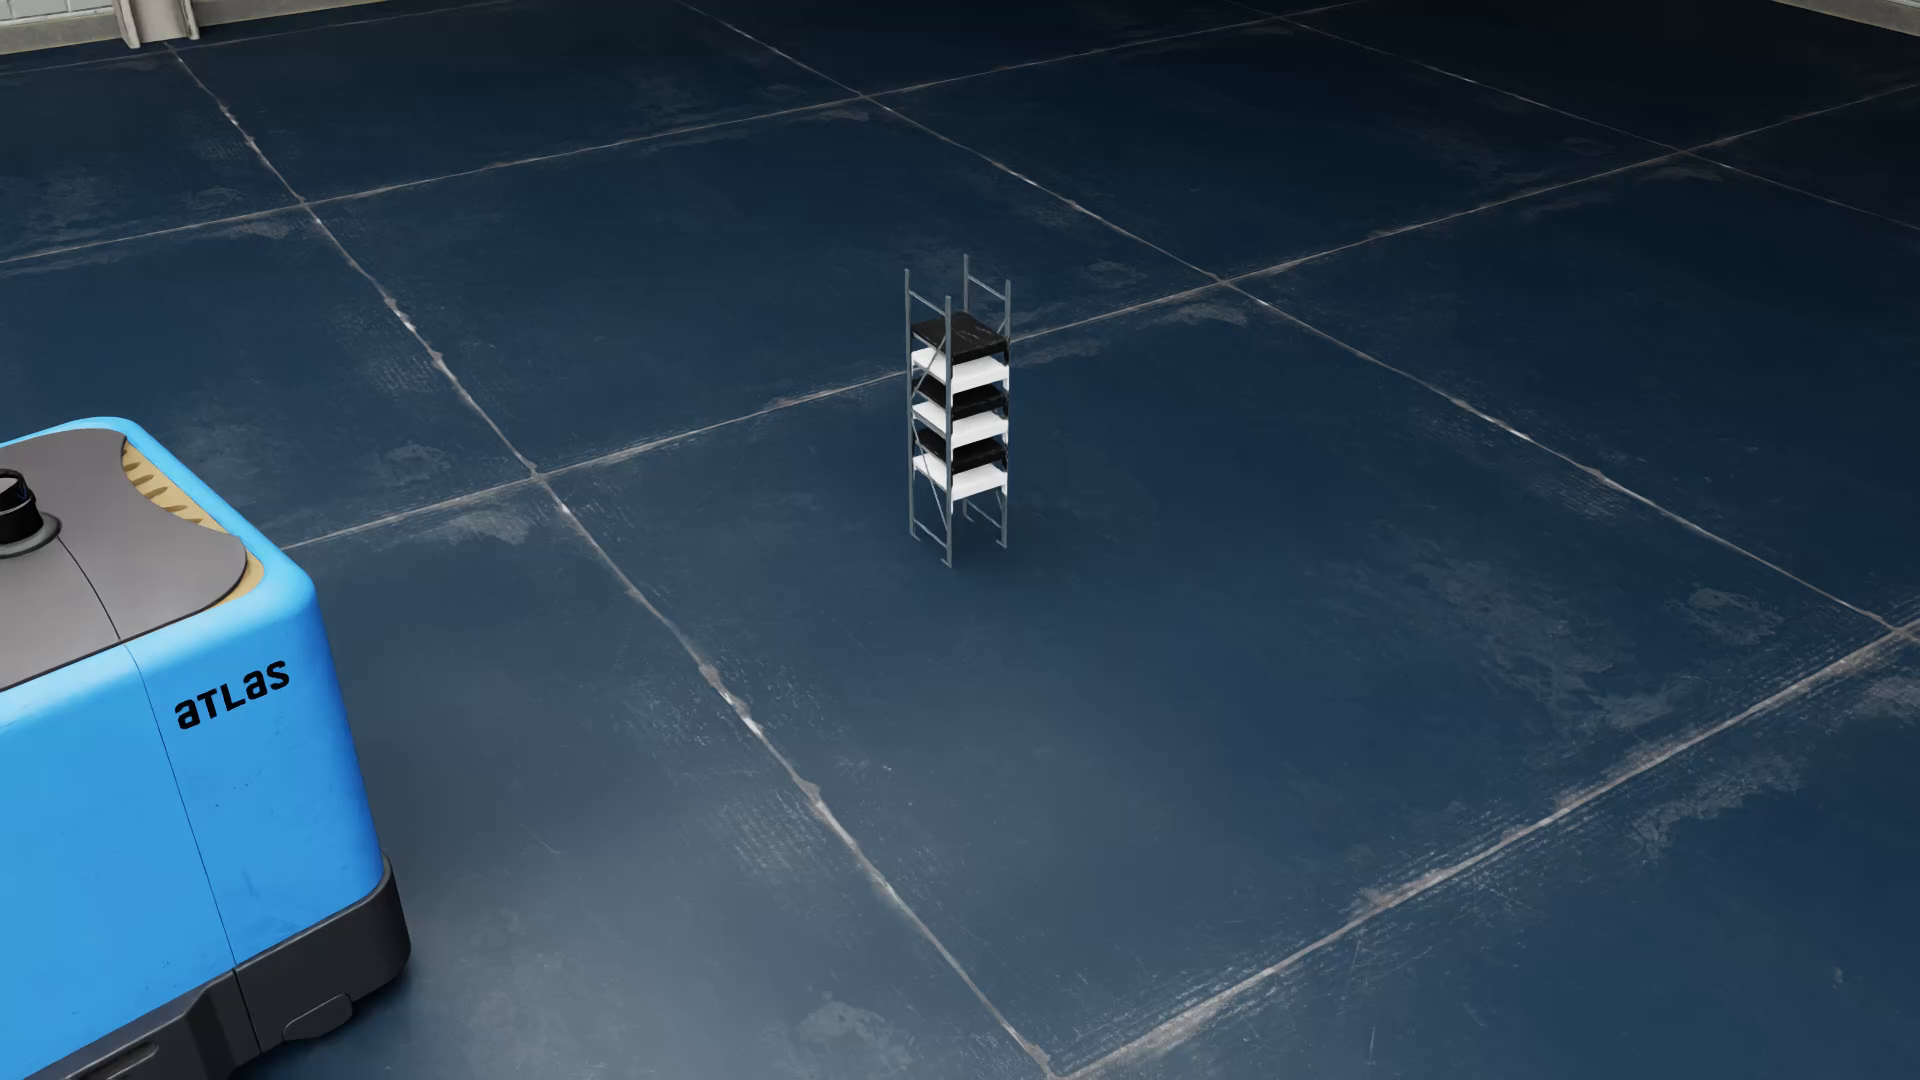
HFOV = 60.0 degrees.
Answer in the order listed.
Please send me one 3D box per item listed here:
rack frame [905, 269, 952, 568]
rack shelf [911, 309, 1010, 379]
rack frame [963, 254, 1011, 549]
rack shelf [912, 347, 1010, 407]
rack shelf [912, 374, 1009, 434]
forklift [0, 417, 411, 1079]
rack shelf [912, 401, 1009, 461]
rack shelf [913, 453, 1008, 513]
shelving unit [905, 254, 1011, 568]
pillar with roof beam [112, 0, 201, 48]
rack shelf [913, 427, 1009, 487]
[{"bbox_3d":[-0.092,-0.349,4.960,0.006,0.900,0.240,-19,37,-27],"label":"rack frame"},{"bbox_3d":[-0.007,-0.578,4.880,0.200,0.077,0.258,-19,37,-27],"label":"rack shelf"},{"bbox_3d":[0.079,-0.408,5.053,0.006,0.900,0.240,-19,37,-27],"label":"rack frame"},{"bbox_3d":[-0.007,-0.502,4.928,0.200,0.077,0.258,-19,37,-27],"label":"rack shelf"},{"bbox_3d":[-0.007,-0.426,4.976,0.200,0.077,0.258,-19,37,-27],"label":"rack shelf"},{"bbox_3d":[-2.624,0.099,2.346,3.031,2.935,1.130,-27,41,-36],"label":"forklift"},{"bbox_3d":[-0.007,-0.350,5.024,0.200,0.077,0.258,-19,37,-27],"label":"rack shelf"},{"bbox_3d":[-0.007,-0.198,5.120,0.200,0.077,0.258,-19,37,-27],"label":"rack shelf"},{"bbox_3d":[-0.007,-0.378,5.006,0.210,0.900,0.258,-19,37,-27],"label":"shelving unit"},{"bbox_3d":[-2.510,-4.921,4.617,0.400,9.000,9.100,-19,37,-27],"label":"pillar with roof beam"},{"bbox_3d":[-0.007,-0.274,5.072,0.200,0.077,0.258,-19,37,-27],"label":"rack shelf"}]
